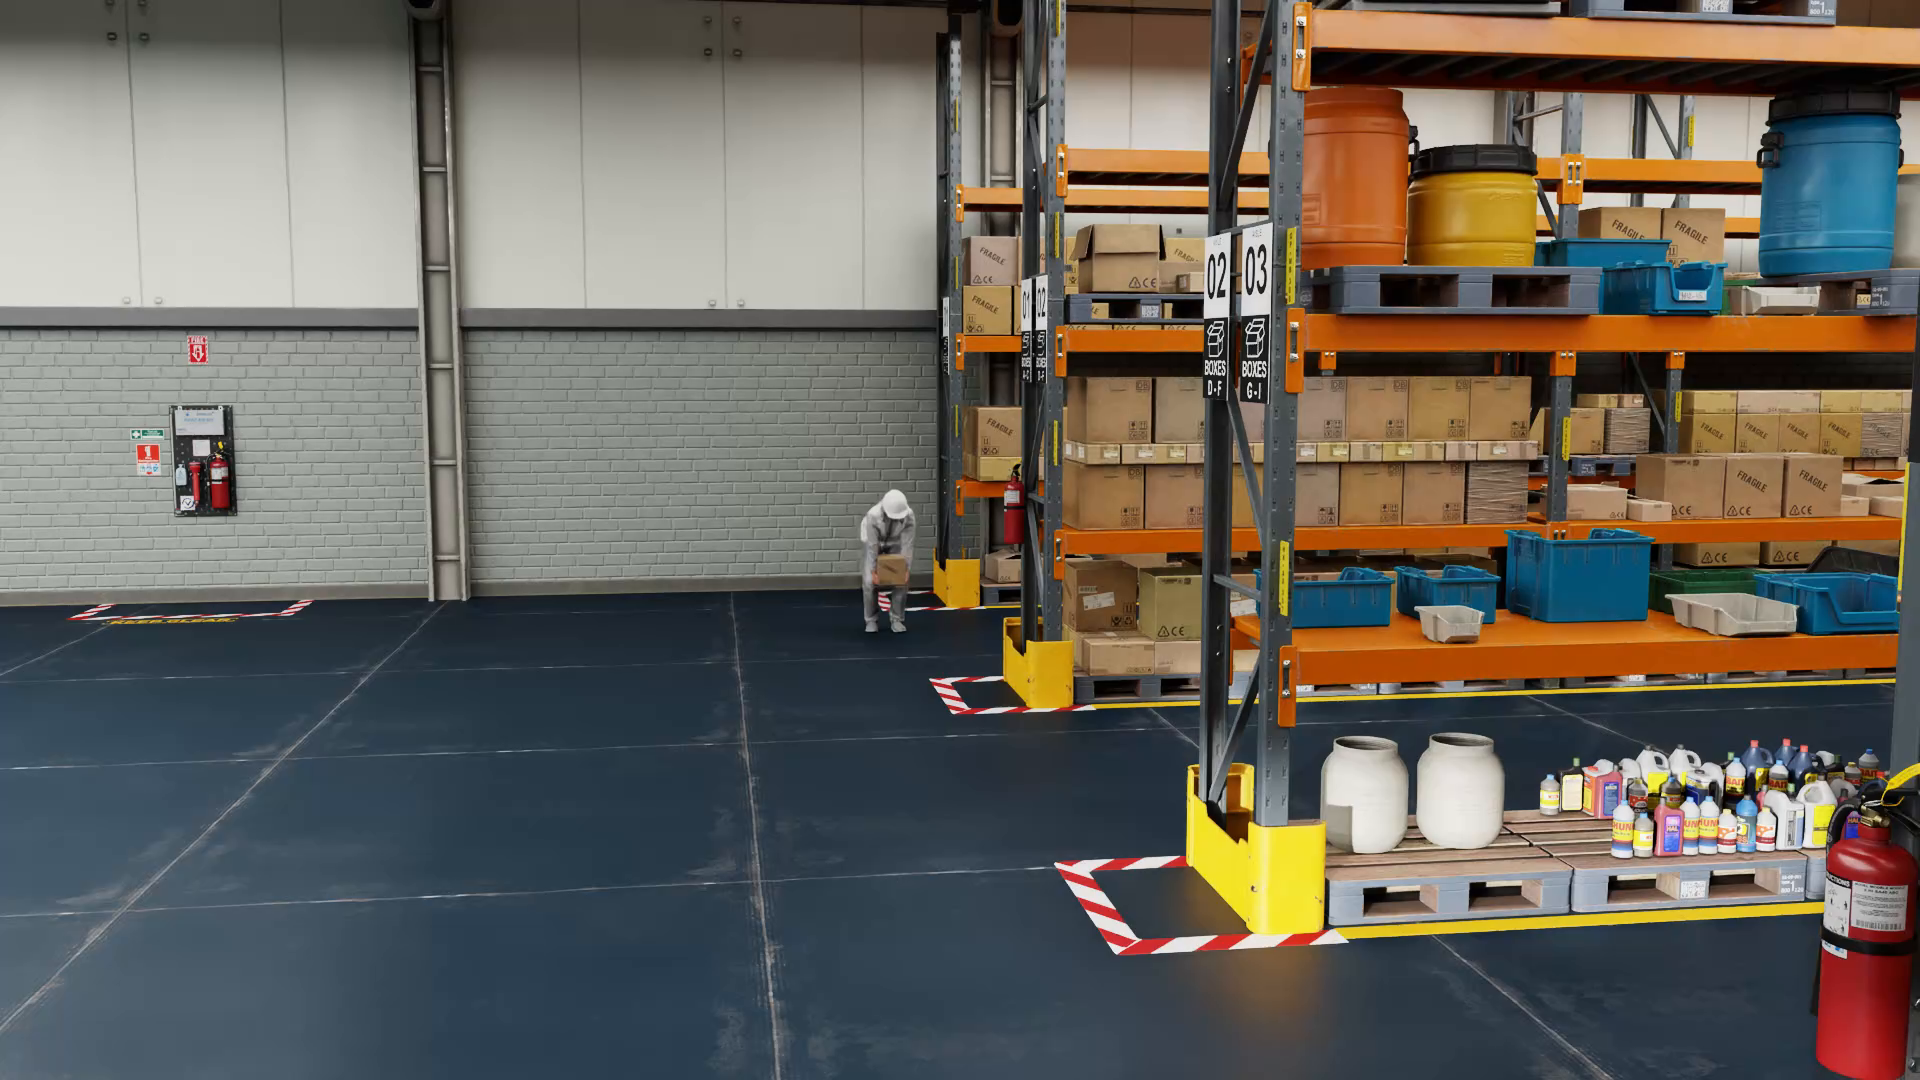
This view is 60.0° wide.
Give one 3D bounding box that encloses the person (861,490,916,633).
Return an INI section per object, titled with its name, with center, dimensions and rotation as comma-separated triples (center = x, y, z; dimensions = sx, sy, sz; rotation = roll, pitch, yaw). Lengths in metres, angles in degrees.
[person]
center = -0.663, 0.195, 15.586
dimensions = 0.473, 1.391, 0.919
rotation = -1, 7, -10
